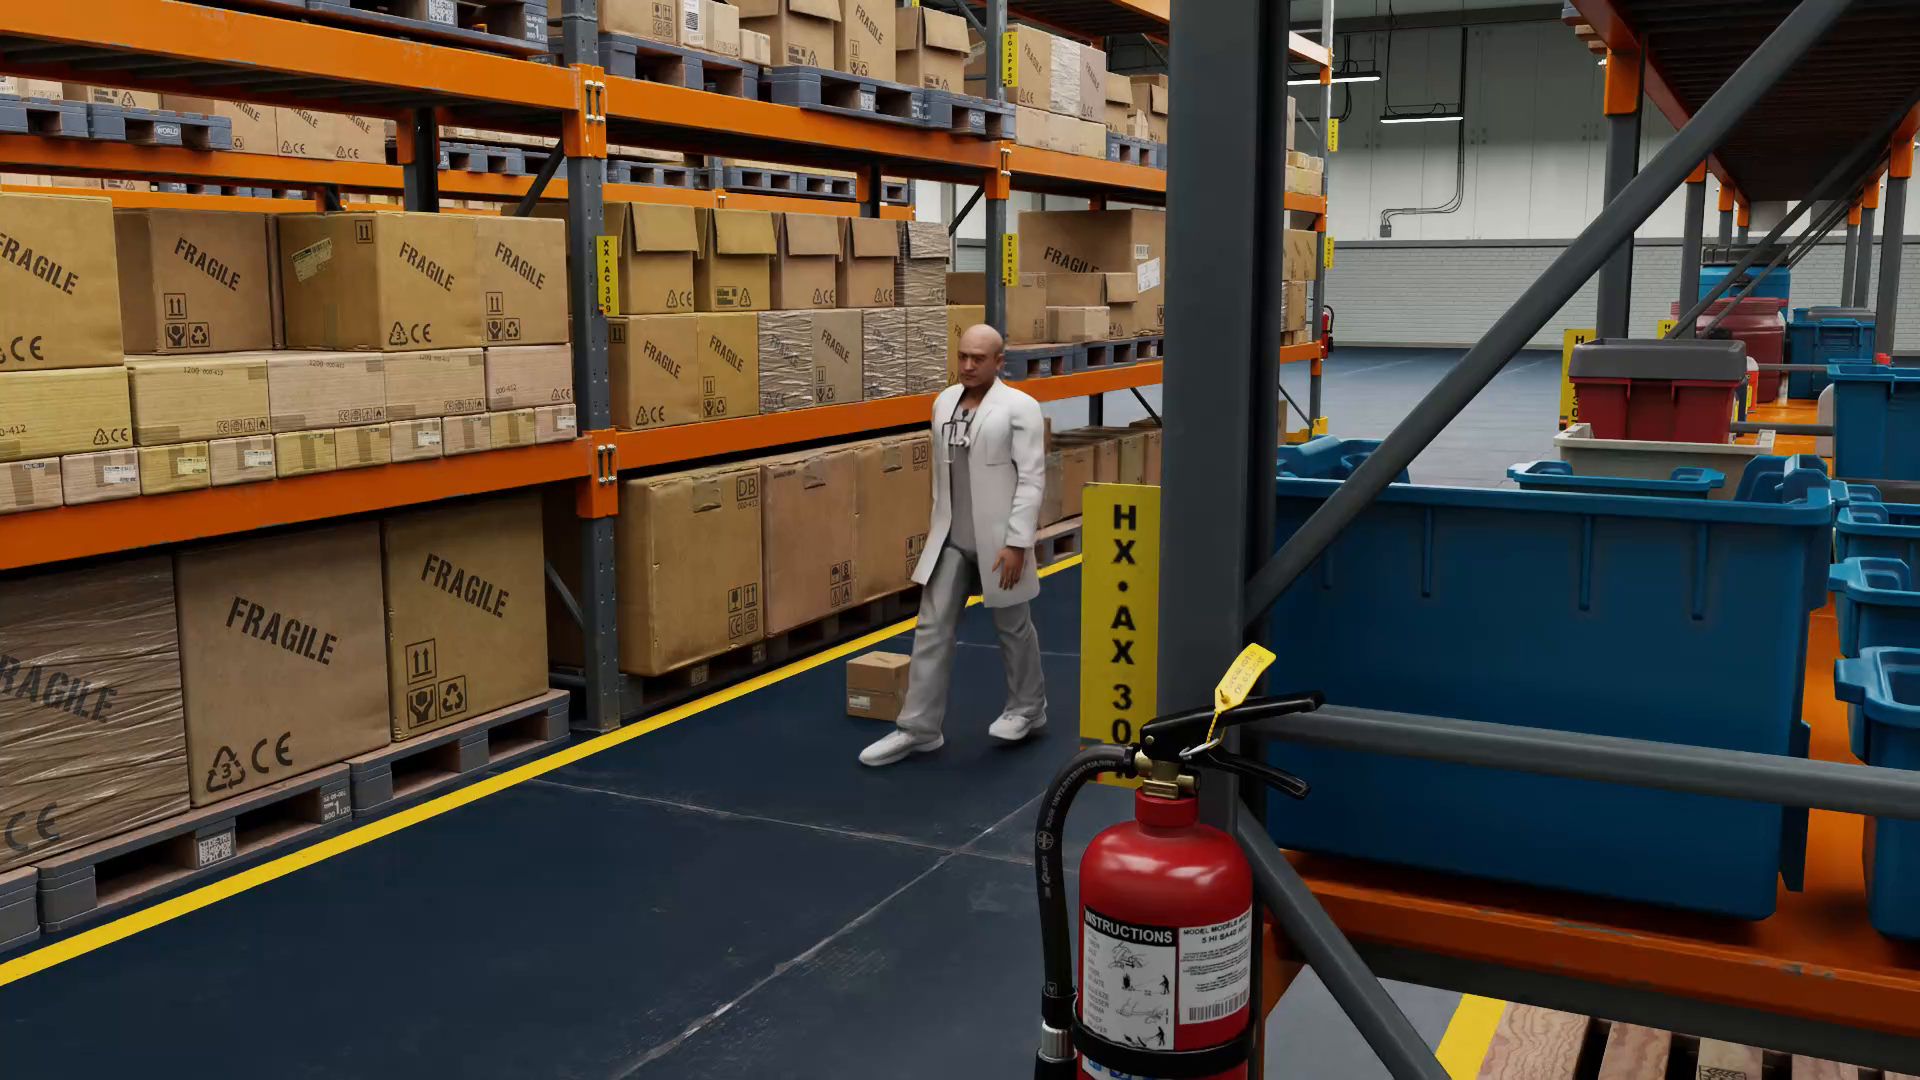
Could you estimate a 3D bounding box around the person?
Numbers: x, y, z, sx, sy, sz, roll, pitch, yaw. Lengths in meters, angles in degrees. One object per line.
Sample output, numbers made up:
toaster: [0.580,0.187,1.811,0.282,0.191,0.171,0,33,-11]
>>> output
person: [0.054,0.014,6.797,0.643,1.780,0.784,6,11,33]
